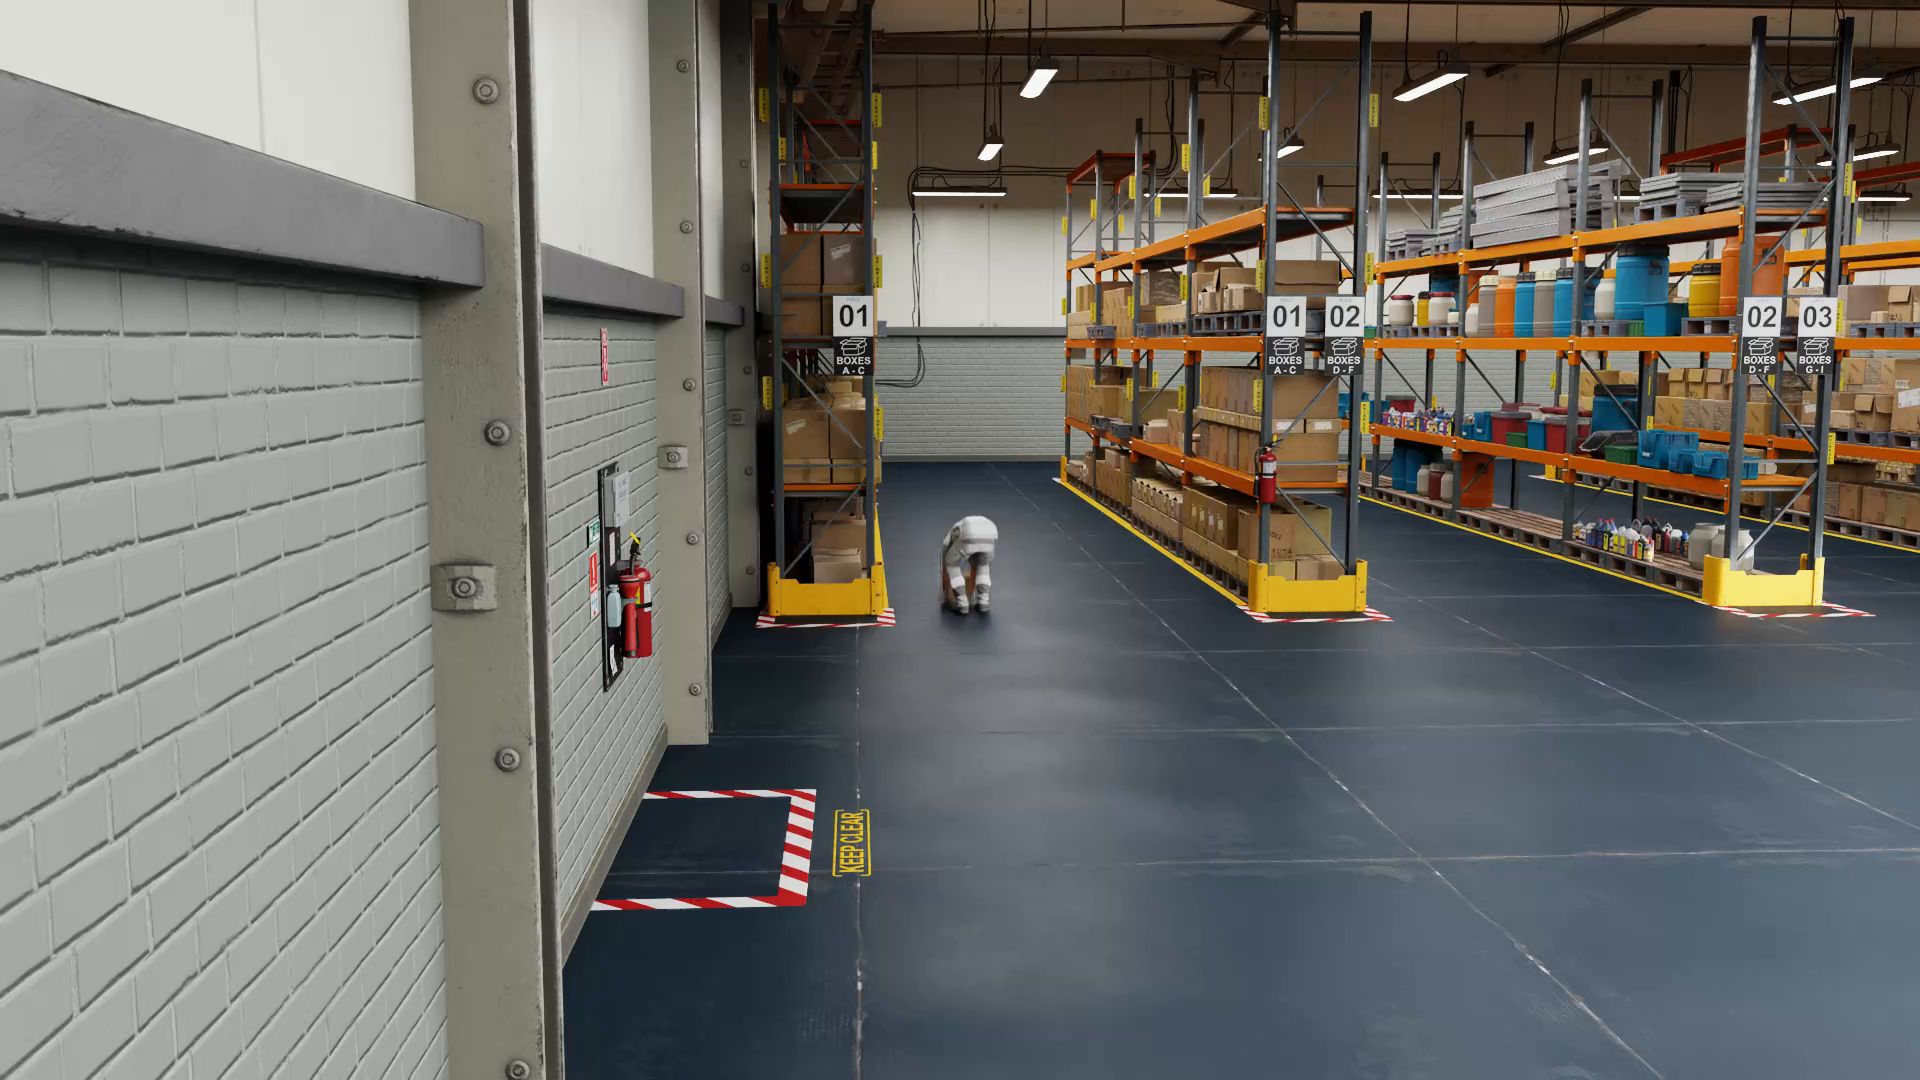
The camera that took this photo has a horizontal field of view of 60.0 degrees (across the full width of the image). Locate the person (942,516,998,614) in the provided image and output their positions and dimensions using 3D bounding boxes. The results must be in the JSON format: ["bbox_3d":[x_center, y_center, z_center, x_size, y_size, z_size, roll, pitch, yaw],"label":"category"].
[{"bbox_3d":[0.066,0.223,17.151,0.526,0.984,0.948,-2,7,-20],"label":"person"}]
